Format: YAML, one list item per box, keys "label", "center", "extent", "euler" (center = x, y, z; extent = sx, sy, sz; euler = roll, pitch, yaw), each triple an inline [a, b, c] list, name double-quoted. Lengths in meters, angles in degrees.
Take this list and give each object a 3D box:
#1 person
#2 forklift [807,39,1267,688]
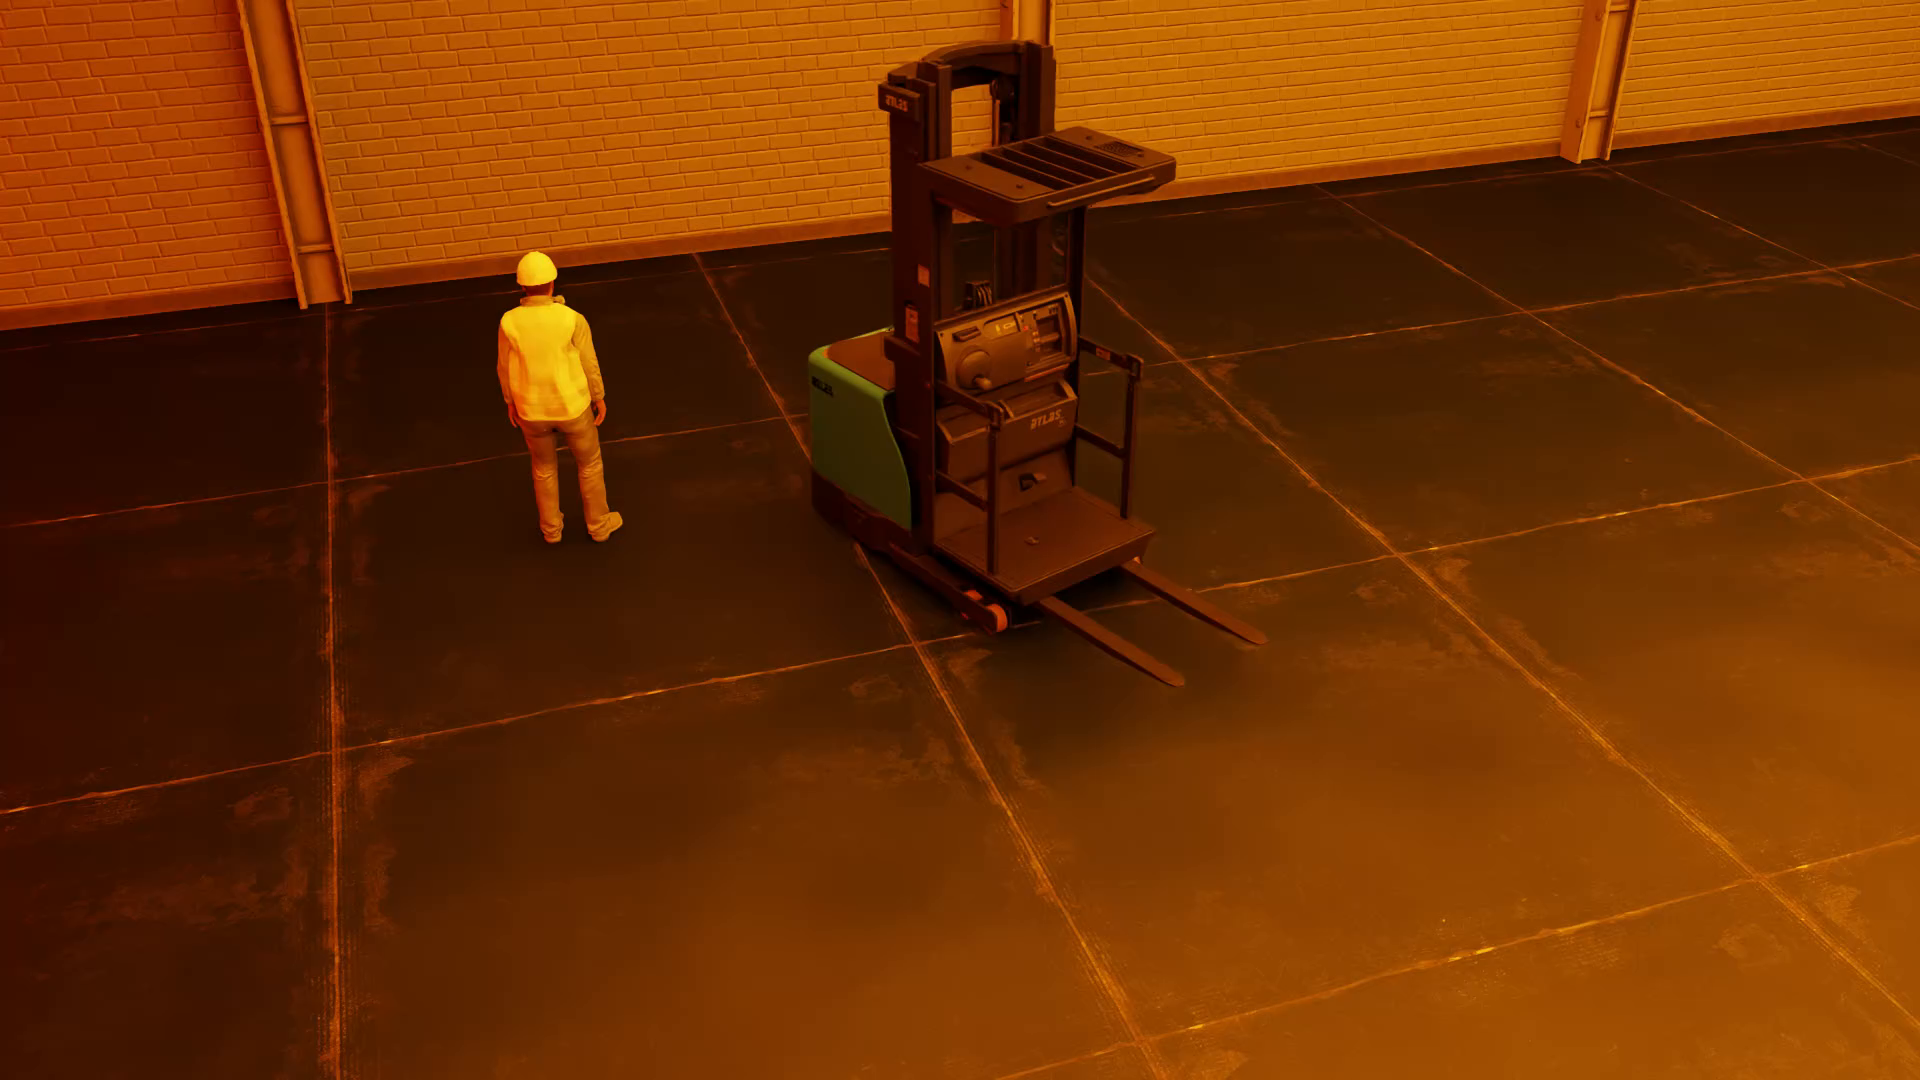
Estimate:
- label: "person"
  center: [-2.349, -0.800, 9.644]
  extent: [0.580, 1.769, 0.467]
  euler: [-1, 30, -1]
- label: "forklift"
  center: [0.396, -1.035, 8.887]
  extent: [1.130, 2.935, 3.031]
  euler: [-22, 36, -33]
